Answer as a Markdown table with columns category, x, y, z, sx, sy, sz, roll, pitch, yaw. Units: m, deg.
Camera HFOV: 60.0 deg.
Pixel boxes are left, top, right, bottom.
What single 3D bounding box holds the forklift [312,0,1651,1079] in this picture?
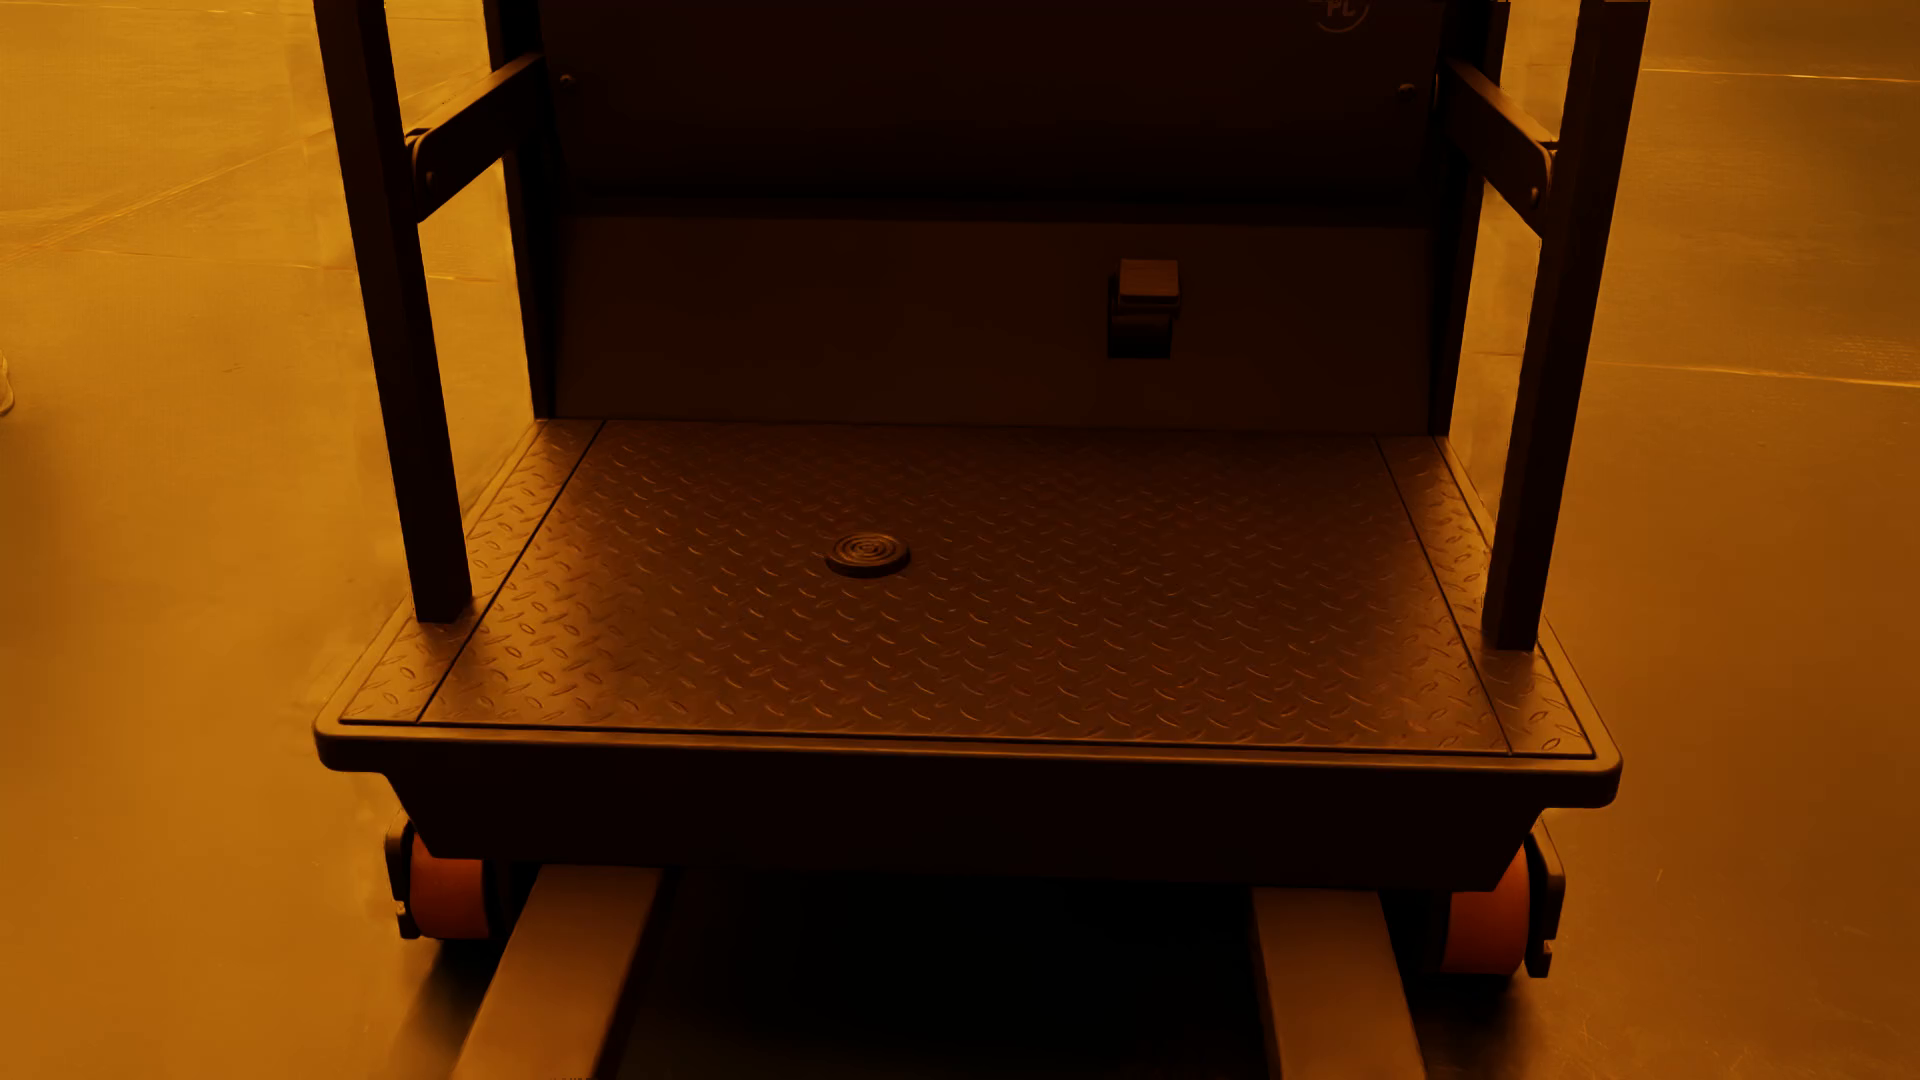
| category | x | y | z | sx | sy | sz | roll | pitch | yaw |
| --- | --- | --- | --- | --- | --- | --- | --- | --- | --- |
| forklift | 0.020 | -1.029 | 1.285 | 1.130 | 2.935 | 3.031 | 1 | 27 | 3 |
